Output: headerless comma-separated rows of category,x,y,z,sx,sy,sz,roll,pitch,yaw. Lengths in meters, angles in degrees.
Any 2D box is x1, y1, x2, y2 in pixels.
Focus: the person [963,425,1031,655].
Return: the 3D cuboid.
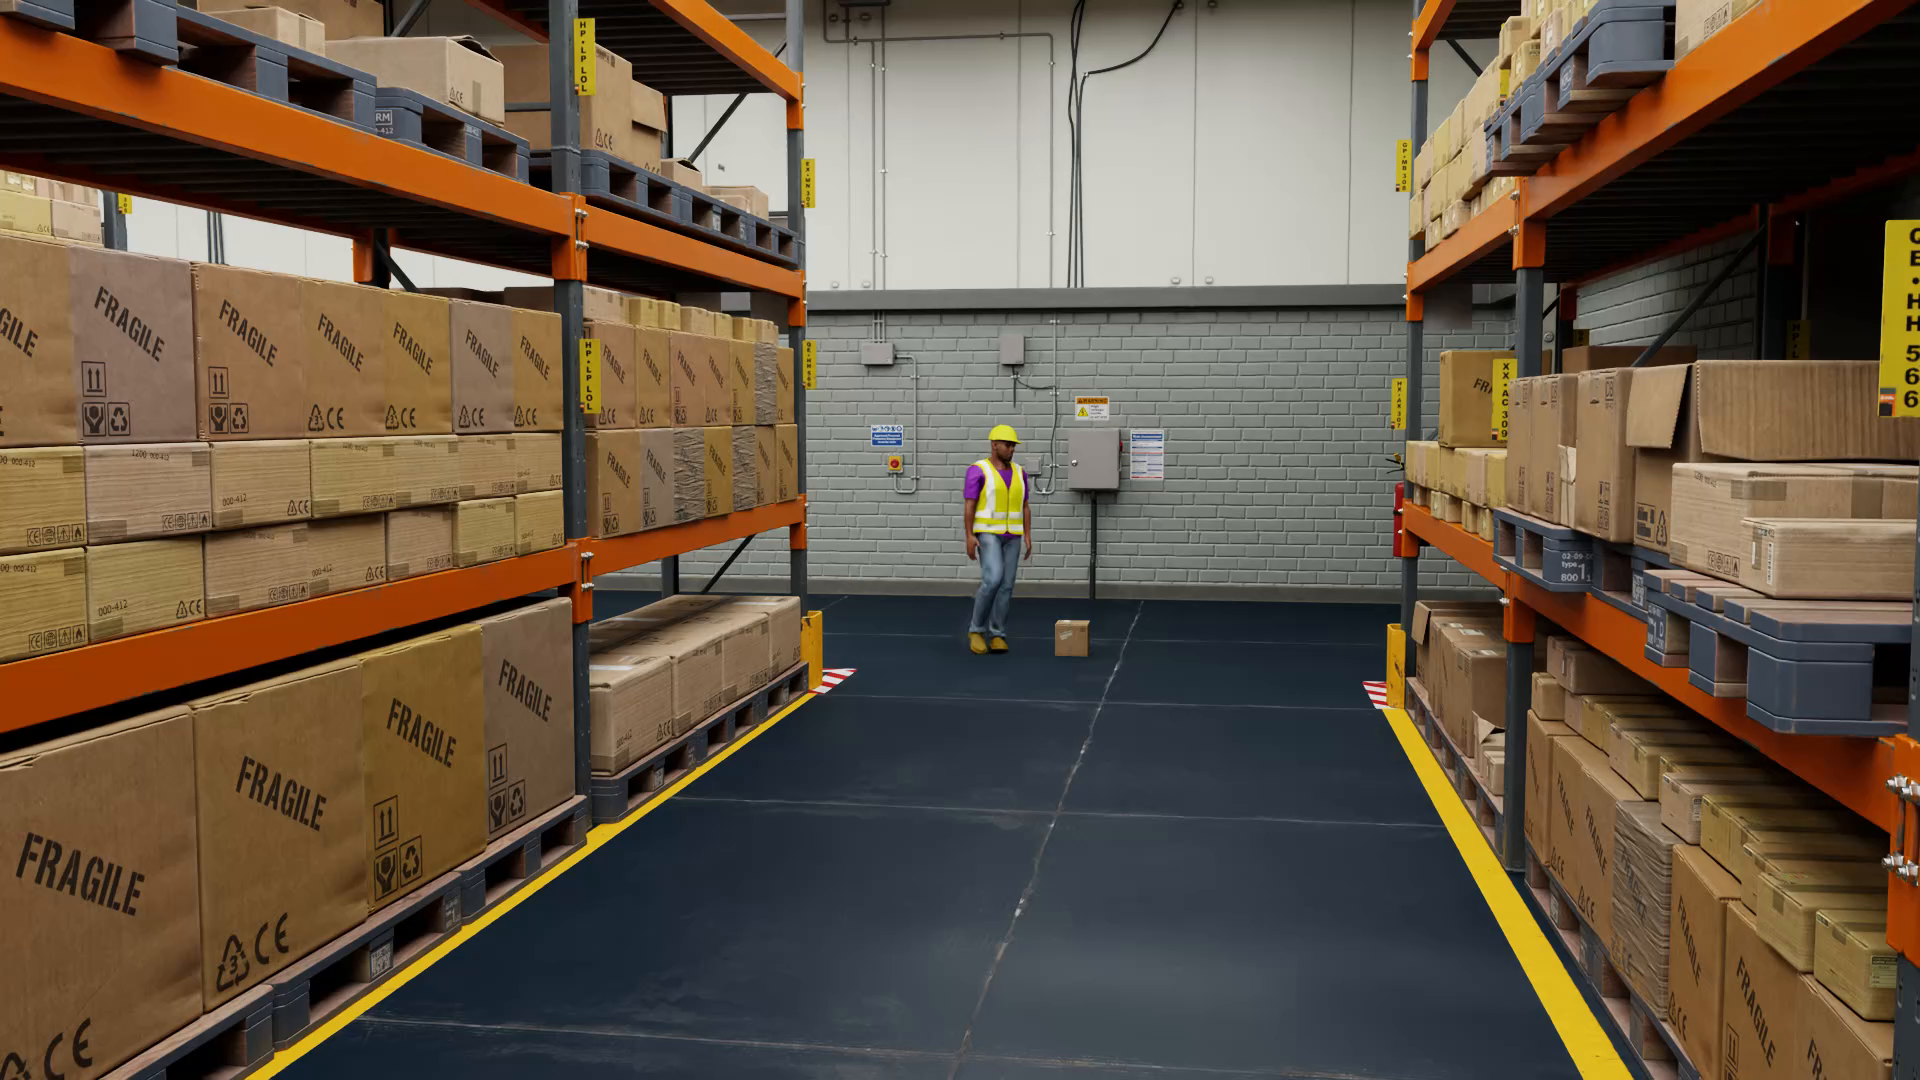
person,0.318,-0.015,13.052,0.601,1.772,0.439,-3,5,-29
